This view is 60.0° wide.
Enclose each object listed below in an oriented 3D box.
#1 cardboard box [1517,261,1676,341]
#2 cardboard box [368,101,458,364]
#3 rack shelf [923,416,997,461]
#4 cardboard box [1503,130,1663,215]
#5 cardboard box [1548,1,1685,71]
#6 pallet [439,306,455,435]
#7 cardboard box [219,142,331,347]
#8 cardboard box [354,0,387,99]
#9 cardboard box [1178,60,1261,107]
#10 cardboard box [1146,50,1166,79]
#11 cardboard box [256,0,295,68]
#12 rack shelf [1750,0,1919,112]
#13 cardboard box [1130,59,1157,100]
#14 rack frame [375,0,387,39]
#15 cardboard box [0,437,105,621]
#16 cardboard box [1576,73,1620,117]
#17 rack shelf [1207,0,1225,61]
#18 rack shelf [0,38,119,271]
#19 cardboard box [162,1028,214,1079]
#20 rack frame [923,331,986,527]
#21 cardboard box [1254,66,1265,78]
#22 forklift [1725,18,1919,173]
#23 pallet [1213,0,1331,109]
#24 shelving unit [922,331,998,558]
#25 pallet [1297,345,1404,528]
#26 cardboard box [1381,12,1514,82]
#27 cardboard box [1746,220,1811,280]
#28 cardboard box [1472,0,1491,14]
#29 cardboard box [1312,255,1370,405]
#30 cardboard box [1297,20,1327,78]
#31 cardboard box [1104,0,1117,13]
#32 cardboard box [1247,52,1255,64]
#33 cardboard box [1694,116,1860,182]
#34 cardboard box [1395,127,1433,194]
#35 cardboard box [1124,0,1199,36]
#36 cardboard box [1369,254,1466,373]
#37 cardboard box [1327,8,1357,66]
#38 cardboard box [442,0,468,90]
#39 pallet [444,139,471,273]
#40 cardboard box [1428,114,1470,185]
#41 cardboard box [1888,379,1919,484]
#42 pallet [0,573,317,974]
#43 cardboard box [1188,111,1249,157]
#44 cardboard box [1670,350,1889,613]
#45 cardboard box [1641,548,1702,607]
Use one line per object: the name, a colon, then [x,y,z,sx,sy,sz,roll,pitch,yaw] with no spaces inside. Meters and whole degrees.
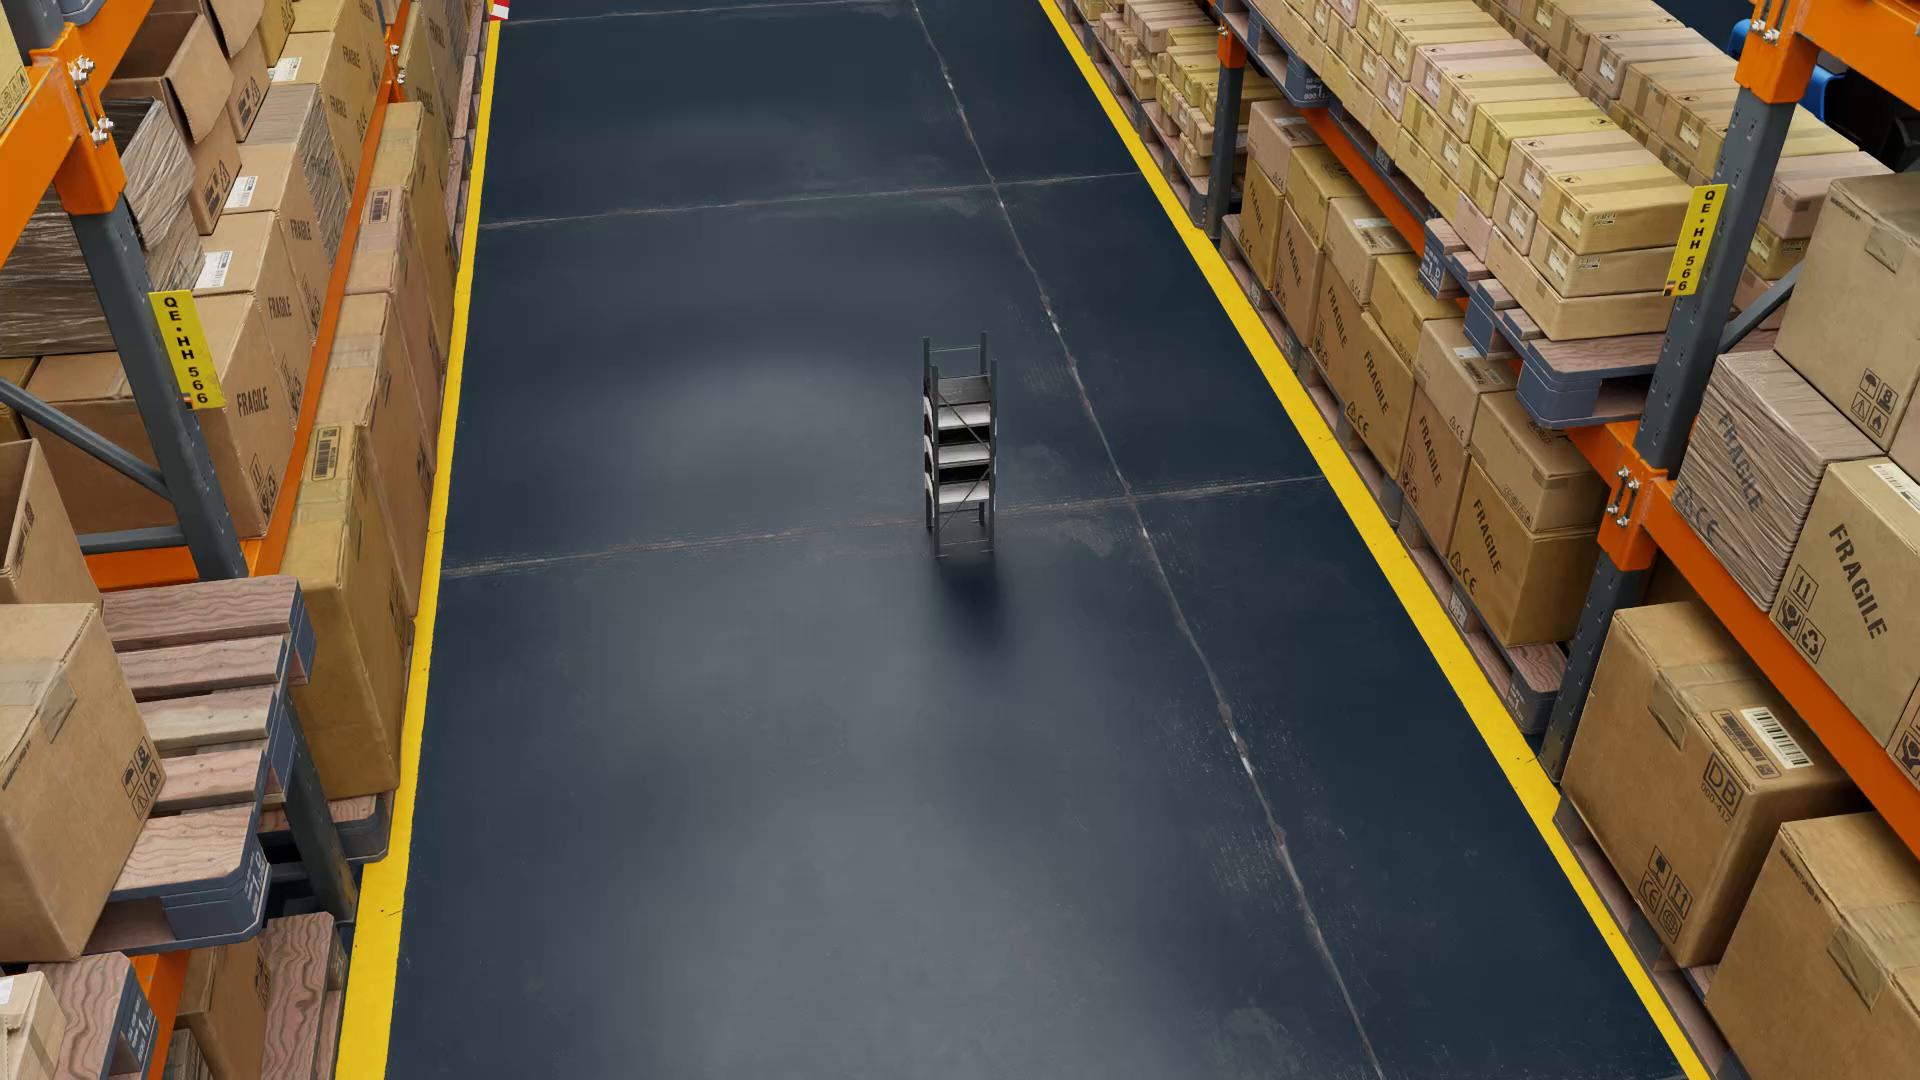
cardboard box: [1.965,-0.753,5.137,0.380,0.149,0.250,-6,38,-7]
cardboard box: [-2.967,-1.324,7.399,1.225,0.875,0.875,-6,38,-8]
rack shelf: [-0.001,-0.405,6.445,0.258,0.077,0.200,-6,38,-8]
cardboard box: [1.925,-1.138,5.147,0.380,0.149,0.250,-7,38,-9]
cardboard box: [2.381,-1.833,6.042,0.380,0.149,0.250,-5,38,-7]
pallet: [-2.889,-0.822,7.636,1.003,0.211,1.213,-6,38,-8]
cardboard box: [-2.400,-0.948,5.444,0.500,0.500,0.500,-7,38,-9]
cardboard box: [-2.748,-2.168,7.014,0.500,0.500,0.500,-6,38,-8]
cardboard box: [1.400,-2.466,8.975,0.380,0.149,0.250,-6,38,-7]
cardboard box: [1.299,-2.803,9.652,0.380,0.149,0.250,-5,38,-7]
cardboard box: [-2.869,-2.016,6.001,0.797,0.503,0.637,-6,38,-7]
rack shelf: [2.854,-0.130,2.614,1.077,0.370,4.000,-6,38,-8]
cardboard box: [1.217,-2.719,9.787,0.380,0.149,0.250,-6,38,-8]
rack frame: [-3.098,-2.381,7.370,1.000,3.000,0.127,-6,38,-8]
cardboard box: [-2.263,0.151,3.687,0.500,0.500,0.500,-11,39,-14]
cardboard box: [2.430,-1.563,5.937,0.380,0.149,0.250,-6,38,-8]
rack shelf: [1.452,-3.778,9.754,1.077,0.370,4.000,-6,38,-8]
rack shelf: [-2.047,0.342,2.006,1.077,0.370,4.000,-6,38,-8]
cardboard box: [-2.150,1.584,3.945,0.700,0.500,0.500,-9,39,-12]
rack frame: [-0.019,-0.422,6.559,0.240,0.900,0.006,-6,38,-8]
cardboard box: [1.843,-2.551,9.328,0.380,0.149,0.250,-6,38,-8]
forklift: [4.706,-2.122,7.092,1.130,2.935,3.031,-8,39,-10]
pallet: [1.793,-2.301,7.423,1.003,0.211,1.213,-6,38,-8]
shelving unit: [-0.001,-0.360,6.480,0.258,0.900,0.210,-6,38,-8]
pallet: [2.158,-0.544,7.278,1.003,0.211,1.213,-6,38,-8]
cardboard box: [1.742,-1.767,5.958,0.380,0.149,0.250,-4,38,-6]
cardboard box: [2.617,-0.935,5.129,0.380,0.149,0.250,-5,38,-6]
cardboard box: [2.251,-2.188,6.741,0.380,0.149,0.250,-8,39,-10]
cardboard box: [1.870,-0.923,7.189,0.500,0.500,0.500,-6,38,-7]
cardboard box: [1.601,-2.009,6.754,0.380,0.149,0.250,-8,39,-10]
cardboard box: [1.130,-3.350,10.599,0.380,0.149,0.250,-6,38,-8]
cardboard box: [1.795,-2.834,9.450,0.380,0.149,0.250,-7,38,-9]
cardboard box: [2.564,-1.201,5.229,0.380,0.149,0.250,-7,38,-9]
cardboard box: [1.789,-1.372,5.933,0.380,0.149,0.250,-8,39,-10]
cardboard box: [1.183,-3.096,9.786,0.380,0.149,0.250,-8,38,-10]
cardboard box: [1.953,-0.910,6.560,0.500,0.250,0.500,-5,38,-7]
cardboard box: [1.654,-1.959,6.446,0.380,0.149,0.250,-7,38,-9]
cardboard box: [-3.449,-3.197,9.809,0.875,0.875,0.875,-6,38,-8]
pallet: [-3.155,-1.748,8.828,1.003,0.211,1.213,-6,38,-8]
cardboard box: [1.828,-1.342,5.653,0.380,0.149,0.250,-6,38,-8]
cardboard box: [2.663,-0.295,3.788,0.700,0.500,0.500,-7,38,-9]
pallet: [-2.167,0.529,3.780,1.213,0.211,1.003,-6,38,-8]
cardboard box: [1.434,-2.167,8.834,0.380,0.149,0.250,-6,38,-7]
cardboard box: [2.317,-0.177,4.452,0.500,0.500,0.500,-6,38,-7]
cardboard box: [2.631,-0.071,6.092,0.500,0.500,0.500,-8,39,-10]
